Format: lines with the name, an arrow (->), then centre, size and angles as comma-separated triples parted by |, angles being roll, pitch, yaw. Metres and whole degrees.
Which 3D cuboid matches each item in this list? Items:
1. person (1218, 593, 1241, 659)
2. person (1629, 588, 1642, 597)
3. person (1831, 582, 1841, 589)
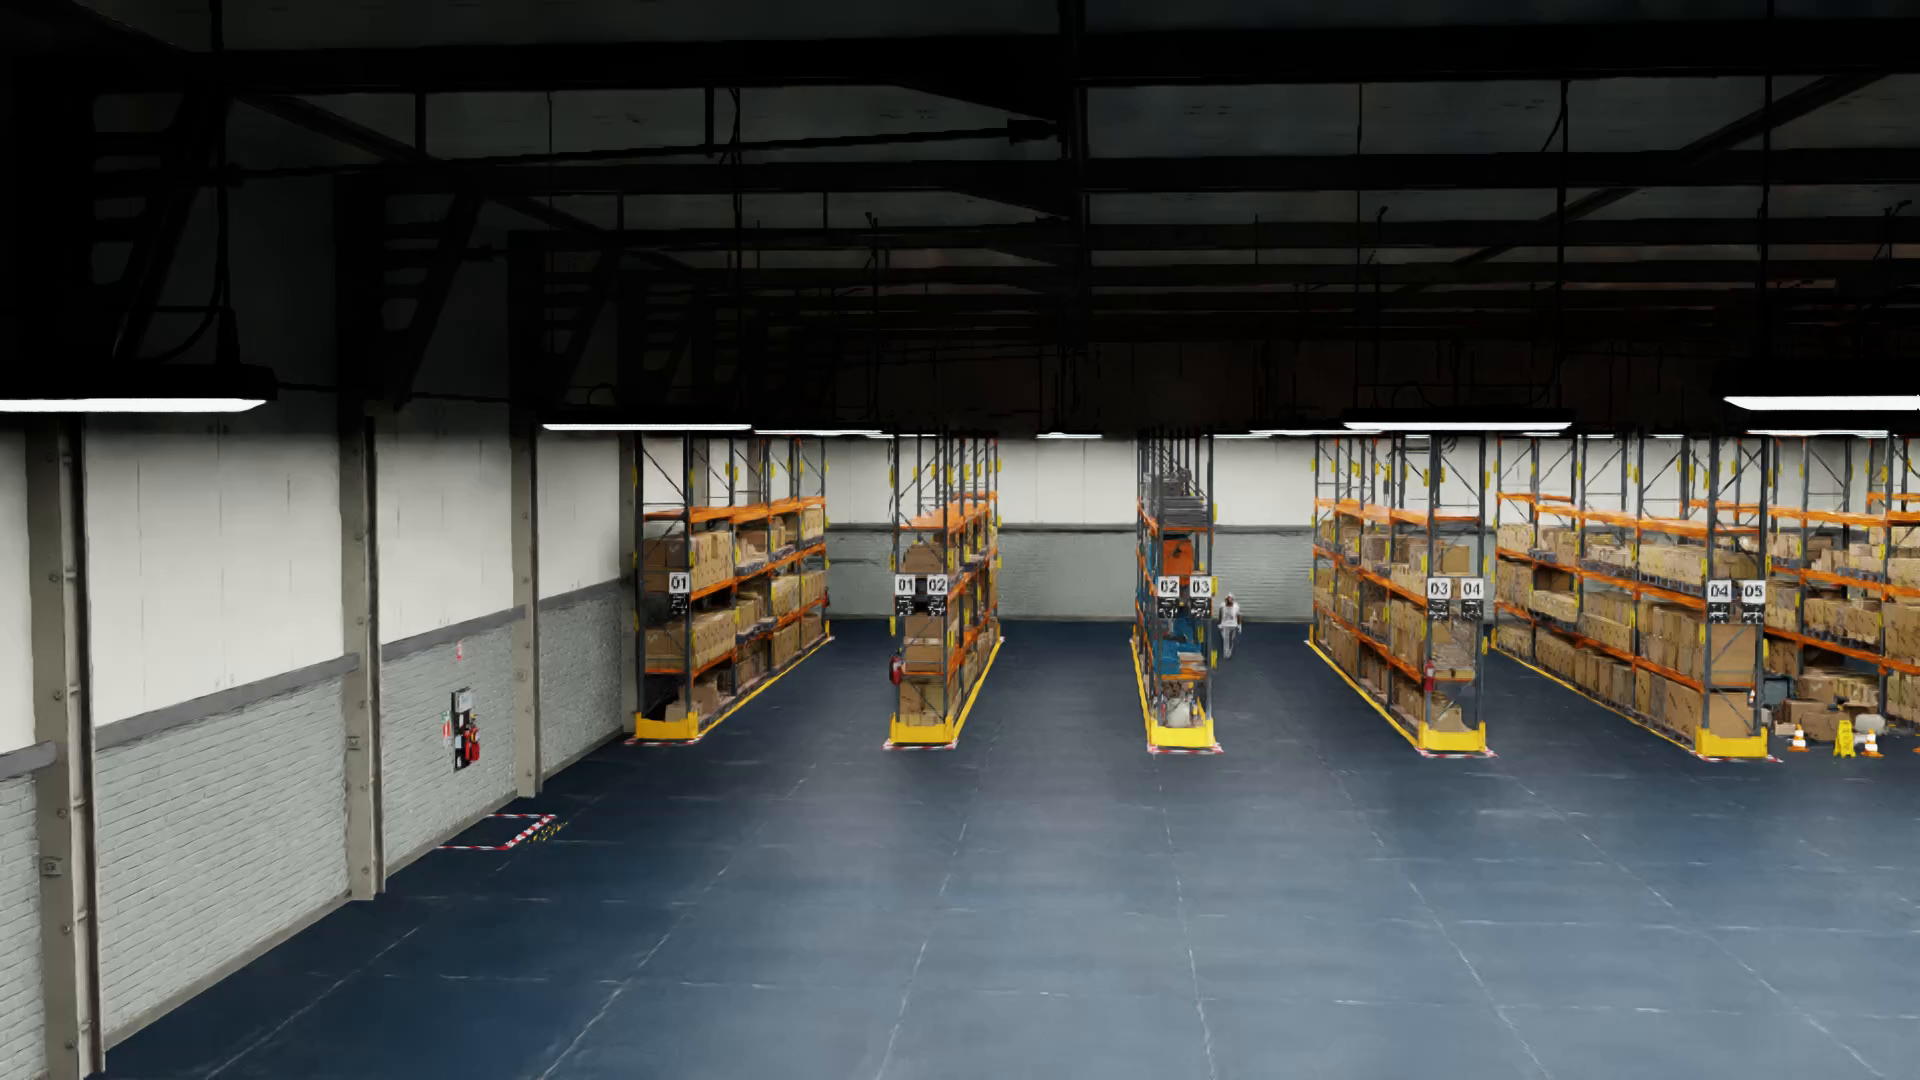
person -> 7.075, 2.239, 43.580 | 0.577, 1.733, 1.042 | 0, 3, 3
person -> 18.662, 2.121, 46.026 | 0.585, 1.670, 0.706 | -1, 4, -12
person -> 24.665, 2.019, 46.655 | 0.384, 1.783, 0.632 | -2, 4, -28
